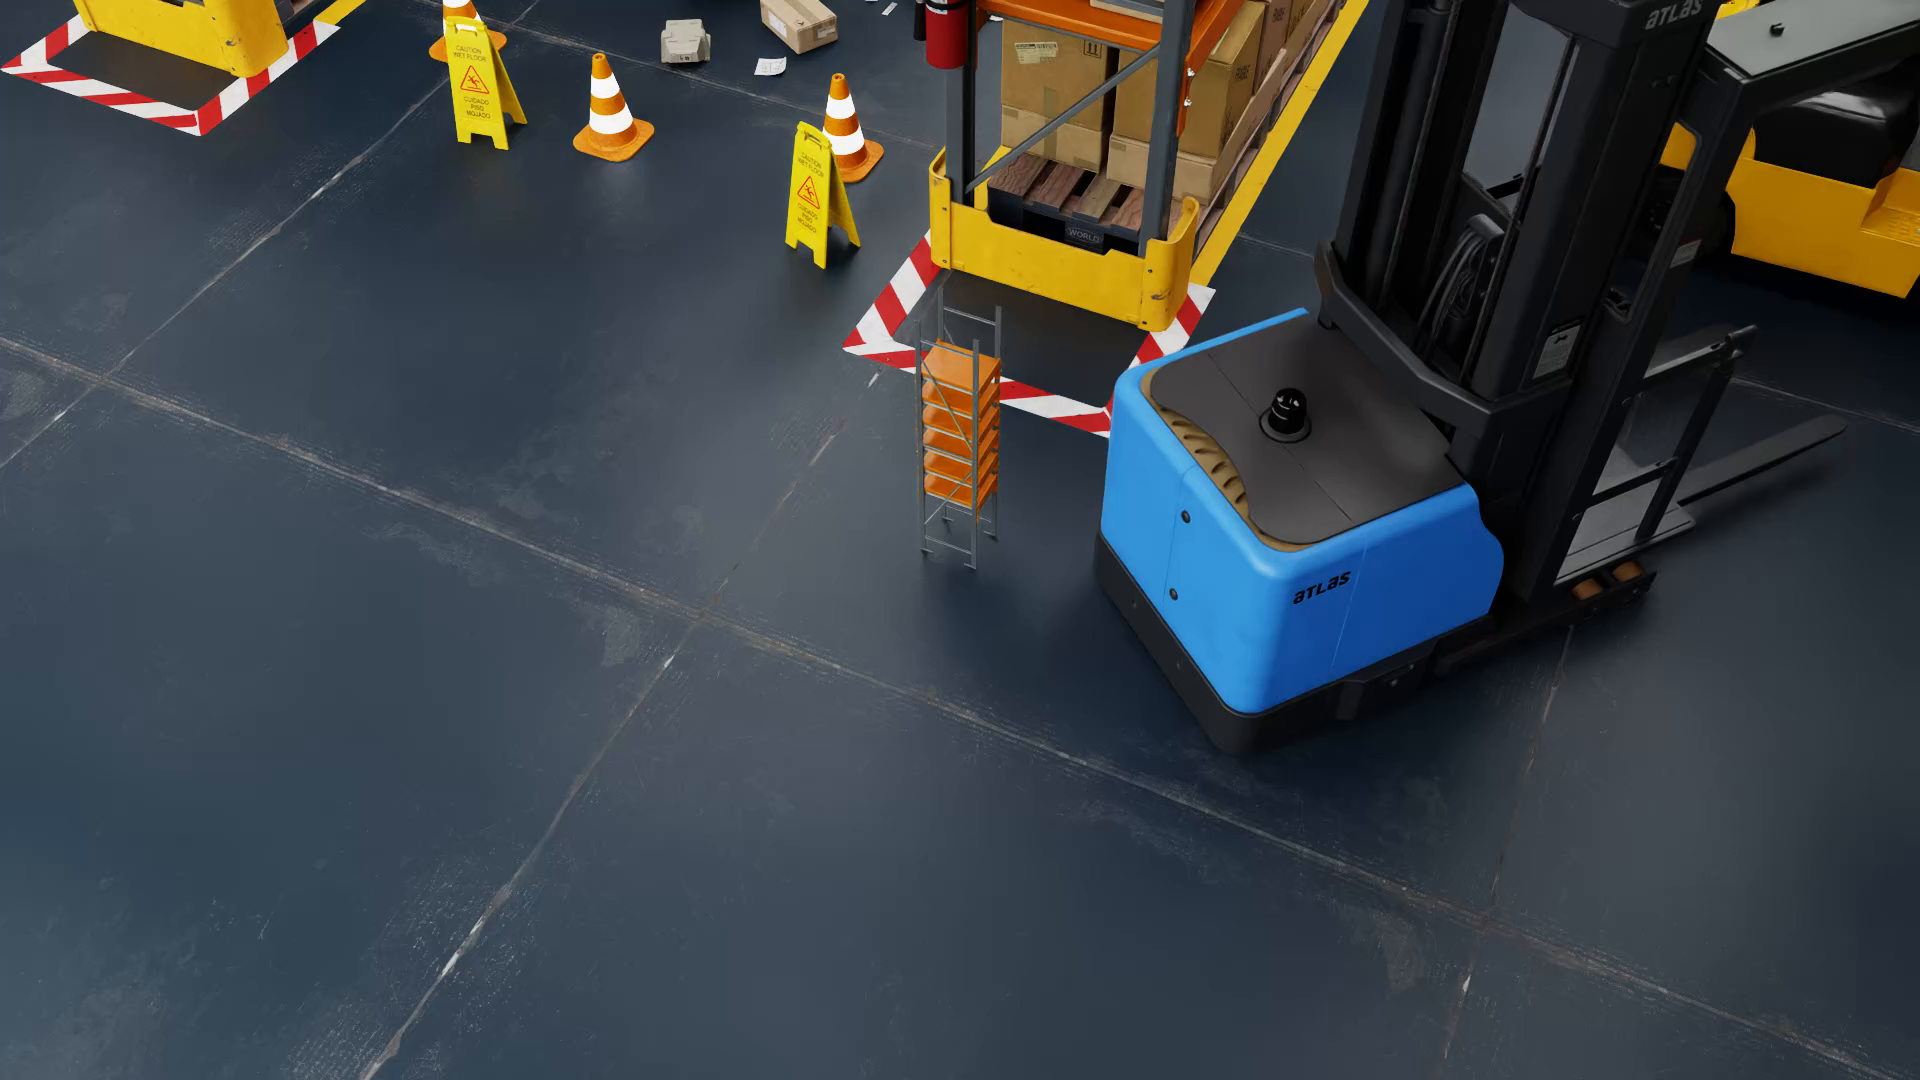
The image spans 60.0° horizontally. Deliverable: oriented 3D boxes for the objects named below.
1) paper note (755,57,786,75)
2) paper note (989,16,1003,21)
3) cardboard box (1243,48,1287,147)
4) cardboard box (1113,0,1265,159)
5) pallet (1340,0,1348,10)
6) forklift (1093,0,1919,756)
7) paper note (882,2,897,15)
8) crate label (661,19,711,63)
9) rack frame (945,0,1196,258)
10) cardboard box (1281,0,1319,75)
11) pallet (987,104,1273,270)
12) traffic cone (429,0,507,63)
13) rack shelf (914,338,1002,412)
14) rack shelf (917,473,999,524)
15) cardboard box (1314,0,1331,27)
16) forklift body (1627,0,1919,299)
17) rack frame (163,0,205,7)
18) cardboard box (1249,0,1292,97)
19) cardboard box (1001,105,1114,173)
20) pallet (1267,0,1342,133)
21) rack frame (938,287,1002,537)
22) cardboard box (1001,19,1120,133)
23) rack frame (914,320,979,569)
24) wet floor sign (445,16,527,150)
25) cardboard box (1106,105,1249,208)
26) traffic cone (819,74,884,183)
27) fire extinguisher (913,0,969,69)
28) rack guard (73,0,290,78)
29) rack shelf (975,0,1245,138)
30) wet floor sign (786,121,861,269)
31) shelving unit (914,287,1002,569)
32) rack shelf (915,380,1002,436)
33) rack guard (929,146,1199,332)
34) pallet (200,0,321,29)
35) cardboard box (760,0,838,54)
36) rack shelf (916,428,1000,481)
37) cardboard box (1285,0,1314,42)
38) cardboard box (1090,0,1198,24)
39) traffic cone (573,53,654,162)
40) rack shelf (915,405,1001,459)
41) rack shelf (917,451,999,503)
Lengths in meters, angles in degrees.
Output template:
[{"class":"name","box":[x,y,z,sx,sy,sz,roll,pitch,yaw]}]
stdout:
[{"class":"paper note","box":[-0.983,-2.465,8.643,0.148,0.019,0.142,4,50,3]},{"class":"paper note","box":[0.203,-2.852,8.971,0.142,0.019,0.148,4,50,3]},{"class":"cardboard box","box":[1.232,-2.188,7.987,0.500,0.250,0.500,22,53,17]},{"class":"cardboard box","box":[1.017,-2.099,7.419,0.500,0.500,0.500,18,52,15]},{"class":"pallet","box":[1.867,-3.506,9.410,1.003,0.211,1.213,20,52,16]},{"class":"forklift","box":[2.063,-0.988,5.481,3.031,2.935,1.130,-21,53,-17]},{"class":"paper note","box":[-0.380,-2.877,9.007,0.032,0.001,0.123,20,52,16]},{"class":"crate label","box":[-1.439,-2.606,8.692,0.250,0.136,0.298,-4,50,-3]},{"class":"rack frame","box":[0.413,-2.129,6.407,1.000,3.000,0.127,20,52,16]},{"class":"cardboard box","box":[1.454,-2.568,8.311,0.500,0.250,0.500,23,53,18]},{"class":"pallet","box":[0.824,-1.826,7.980,1.003,0.211,1.213,20,52,16]},{"class":"traffic cone","box":[-2.595,-2.751,8.603,0.336,0.463,0.334,20,52,16]},{"class":"rack shelf","box":[-0.006,-0.583,5.859,0.258,0.103,0.180,20,52,16]},{"class":"rack shelf","box":[-0.006,-0.195,6.316,0.258,0.103,0.180,20,52,16]},{"class":"cardboard box","box":[1.672,-2.915,8.606,0.500,0.250,0.500,21,53,17]},{"class":"forklift body","box":[4.063,-2.141,6.974,2.313,2.155,1.214,20,52,16]},{"class":"rack frame","box":[-4.106,-3.670,7.718,1.000,3.000,0.127,20,52,16]},{"class":"cardboard box","box":[1.236,-2.460,7.726,0.500,0.500,0.500,18,52,15]},{"class":"cardboard box","box":[0.525,-2.035,7.857,0.500,0.250,0.500,20,52,16]},{"class":"pallet","box":[1.347,-2.663,8.692,1.003,0.211,1.213,20,52,16]},{"class":"rack frame","box":[0.033,-0.442,6.153,0.240,1.200,0.006,20,52,16]},{"class":"cardboard box","box":[0.519,-2.253,7.550,0.500,0.500,0.500,20,53,16]},{"class":"rack frame","box":[-0.045,-0.316,6.046,0.240,1.200,0.006,20,52,16]},{"class":"wet floor sign","box":[-2.328,-2.243,8.050,0.267,0.644,0.232,12,51,10]},{"class":"cardboard box","box":[1.007,-1.839,7.690,0.500,0.250,0.500,19,52,16]},{"class":"traffic cone","box":[-0.570,-2.023,7.982,0.336,0.463,0.334,20,52,16]},{"class":"fire extinguisher","box":[-0.053,-2.175,6.497,0.296,0.674,0.183,20,52,16]},{"class":"rack guard","box":[-4.116,-2.843,8.656,1.175,0.500,0.348,20,52,16]},{"class":"rack shelf","box":[1.267,-3.273,7.853,1.077,0.370,4.000,20,52,16]},{"class":"wet floor sign","box":[-0.636,-1.583,7.489,0.232,0.644,0.267,-37,59,-27]},{"class":"shelving unit","box":[-0.006,-0.379,6.100,0.258,1.200,0.189,20,52,16]},{"class":"rack shelf","box":[-0.006,-0.506,5.951,0.258,0.103,0.180,20,52,16]},{"class":"rack guard","box":[0.445,-1.371,7.404,1.175,0.500,0.348,20,52,16]},{"class":"pallet","box":[-3.835,-3.342,9.271,1.003,0.211,1.213,20,52,16]},{"class":"cardboard box","box":[-0.854,-2.764,8.820,0.250,0.149,0.380,-28,55,-22]},{"class":"rack shelf","box":[-0.006,-0.350,6.134,0.258,0.103,0.180,20,52,16]},{"class":"cardboard box","box":[1.458,-2.803,8.018,0.500,0.500,0.500,21,53,17]},{"class":"cardboard box","box":[0.745,-2.214,6.644,0.380,0.149,0.250,20,52,16]},{"class":"traffic cone","box":[-1.719,-2.150,8.090,0.336,0.463,0.334,20,52,16]},{"class":"rack shelf","box":[-0.006,-0.428,6.042,0.258,0.103,0.180,20,52,16]},{"class":"rack shelf","box":[-0.006,-0.272,6.225,0.258,0.103,0.180,20,52,16]}]
